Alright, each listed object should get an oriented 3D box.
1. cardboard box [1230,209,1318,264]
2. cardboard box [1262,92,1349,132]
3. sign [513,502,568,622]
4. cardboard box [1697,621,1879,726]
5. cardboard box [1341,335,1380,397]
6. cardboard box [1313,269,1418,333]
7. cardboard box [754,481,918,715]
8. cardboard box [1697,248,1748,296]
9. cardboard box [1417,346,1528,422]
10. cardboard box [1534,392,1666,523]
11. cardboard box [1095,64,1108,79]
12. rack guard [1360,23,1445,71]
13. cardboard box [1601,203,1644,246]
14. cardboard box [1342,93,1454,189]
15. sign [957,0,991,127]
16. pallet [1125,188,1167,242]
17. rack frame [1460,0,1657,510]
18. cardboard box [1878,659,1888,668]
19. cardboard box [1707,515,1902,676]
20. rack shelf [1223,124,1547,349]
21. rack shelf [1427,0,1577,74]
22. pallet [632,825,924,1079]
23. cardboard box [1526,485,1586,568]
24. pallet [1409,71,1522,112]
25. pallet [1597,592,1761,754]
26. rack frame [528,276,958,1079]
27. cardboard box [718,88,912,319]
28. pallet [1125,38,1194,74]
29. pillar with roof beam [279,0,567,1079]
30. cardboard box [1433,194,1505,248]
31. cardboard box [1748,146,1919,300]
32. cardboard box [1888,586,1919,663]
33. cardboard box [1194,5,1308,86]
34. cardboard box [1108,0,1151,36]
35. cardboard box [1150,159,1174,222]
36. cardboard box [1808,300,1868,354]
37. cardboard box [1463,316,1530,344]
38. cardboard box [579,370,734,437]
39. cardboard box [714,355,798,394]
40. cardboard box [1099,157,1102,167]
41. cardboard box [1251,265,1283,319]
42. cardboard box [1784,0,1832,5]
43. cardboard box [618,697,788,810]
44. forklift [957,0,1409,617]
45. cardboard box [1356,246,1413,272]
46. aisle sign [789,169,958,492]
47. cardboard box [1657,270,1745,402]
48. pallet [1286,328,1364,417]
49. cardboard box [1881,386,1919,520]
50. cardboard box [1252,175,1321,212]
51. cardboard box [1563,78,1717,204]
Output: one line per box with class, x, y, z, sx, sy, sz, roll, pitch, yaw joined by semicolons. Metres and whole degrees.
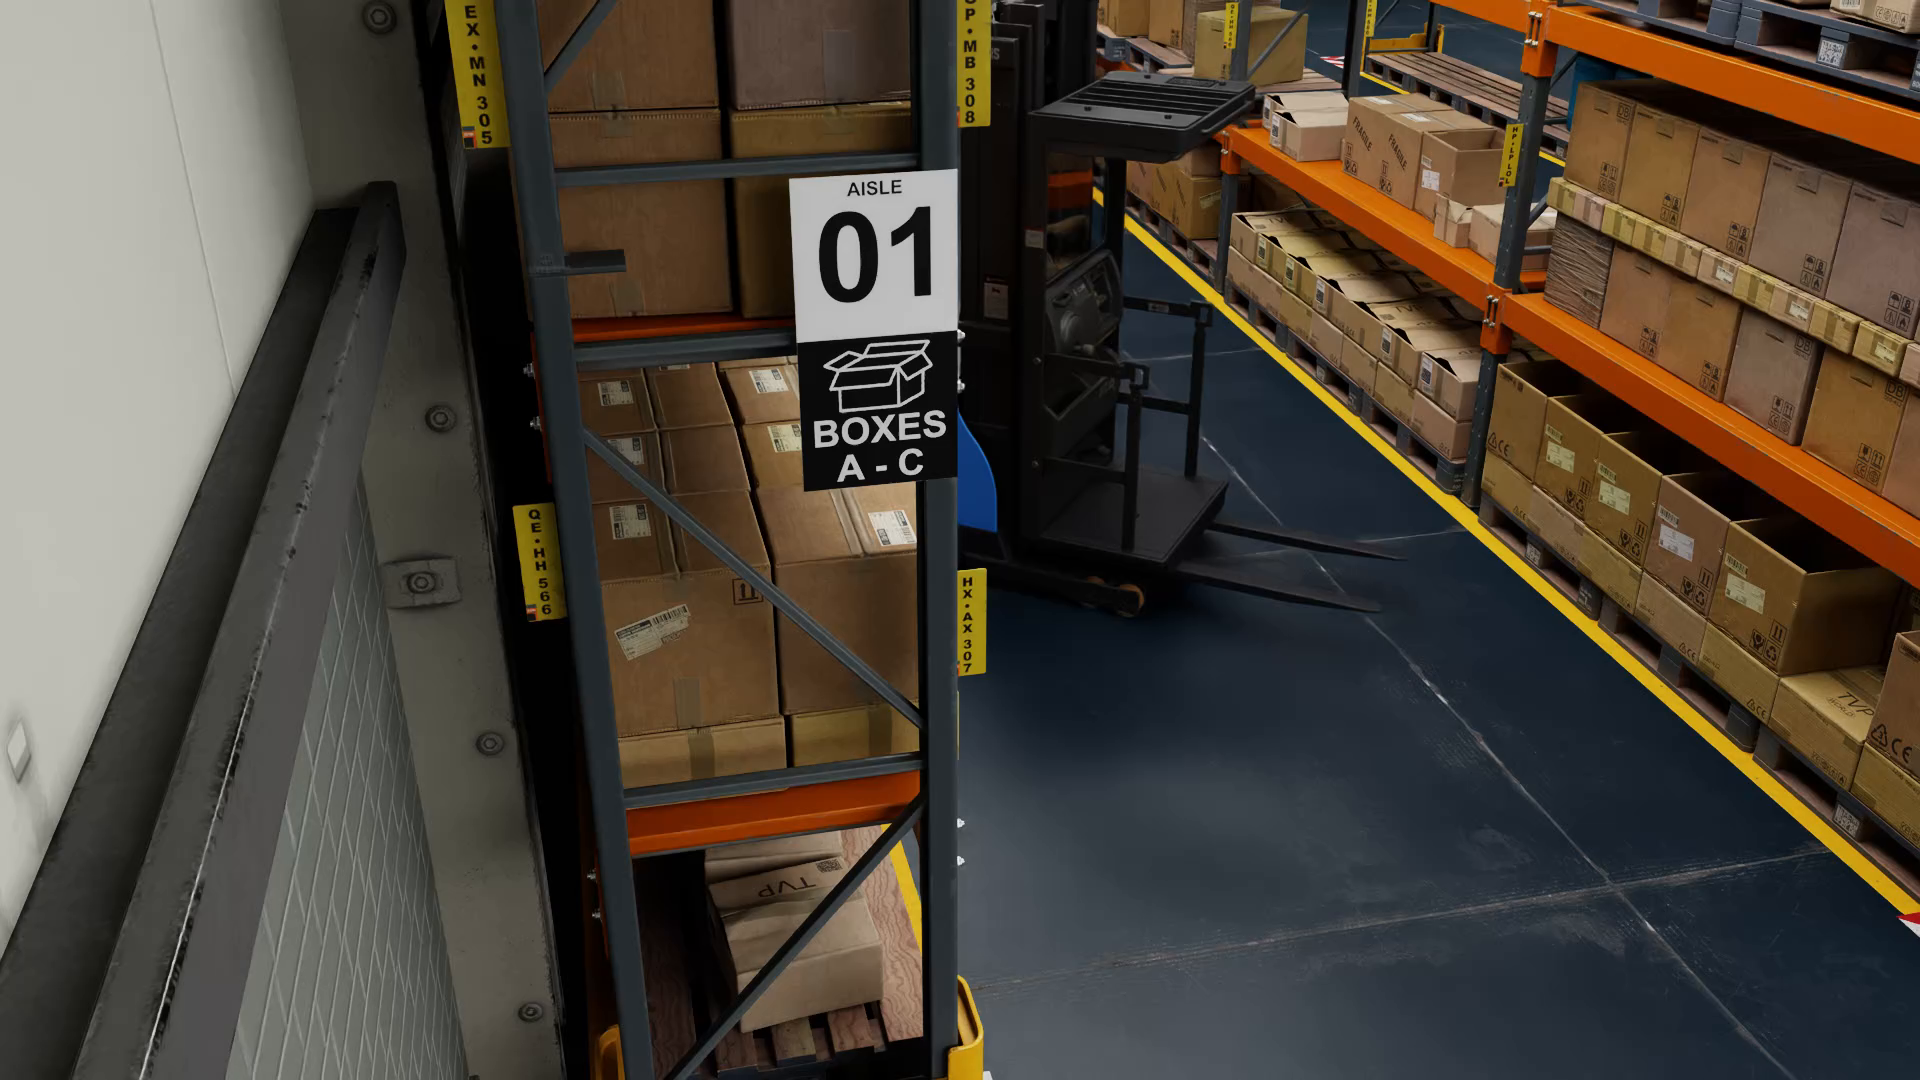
cardboard box;2.348;-2.300;12.441;0.500;0.311;0.500;-5;27;-10
cardboard box;2.555;-3.145;12.251;0.500;0.311;0.500;-4;27;-8
sign;-1.052;0.057;4.172;0.100;0.325;0.005;-6;27;-12
cardboard box;3.671;0.560;7.397;0.500;0.250;0.500;-6;27;-12
cardboard box;2.814;-1.153;10.790;0.500;0.250;0.500;-5;27;-10
cardboard box;2.704;-1.620;11.094;0.500;0.311;0.500;-6;27;-12
cardboard box;-0.321;0.151;4.935;0.500;0.500;0.500;-6;27;-12
cardboard box;3.584;-1.224;7.516;0.380;0.149;0.250;-7;28;-13
cardboard box;3.047;-0.952;9.771;0.500;0.311;0.500;-6;27;-12
cardboard box;3.337;-0.434;8.534;0.500;0.500;0.500;-6;27;-12
cardboard box;1.186;-5.011;18.132;0.797;0.503;0.637;-6;27;-12
rack guard;5.522;-6.256;21.089;1.175;0.500;0.348;-6;27;-12
cardboard box;3.406;-1.566;8.194;0.380;0.149;0.250;-7;28;-13
cardboard box;2.910;-2.659;11.078;0.500;0.500;0.500;-7;28;-14
sign;0.022;-1.117;3.835;0.100;0.325;0.005;-6;27;-12
pallet;2.113;-2.970;14.901;1.003;0.211;1.213;-6;27;-12
rack frame;3.417;-1.593;9.078;1.000;3.000;0.127;-6;27;-12
cardboard box;4.186;0.506;7.504;0.500;0.250;0.500;-6;27;-12
cardboard box;3.668;0.225;7.228;0.500;0.500;0.500;-6;27;-12
rack shelf;2.967;-2.150;10.979;1.077;0.370;4.000;-6;27;-12
rack shelf;2.967;-3.489;10.303;1.077;0.370;4.000;-6;27;-12
pallet;-0.672;1.519;6.007;1.003;0.211;1.213;-6;27;-12
cardboard box;3.334;-0.099;8.702;0.500;0.250;0.500;-6;27;-12
pallet;5.959;-5.217;19.352;1.003;0.211;1.213;-6;27;-12
pallet;3.834;0.542;7.942;1.003;0.211;1.213;-6;27;-12
rack frame;-0.507;0.667;4.599;1.000;3.000;0.127;-6;27;-12
cardboard box;-0.338;-0.897;4.237;0.500;0.500;0.500;-5;27;-10
pallet;2.073;-4.117;14.290;1.003;0.211;1.213;-6;27;-12
pillar with roof beam;2.687;-2.667;4.548;9.100;9.000;0.400;-6;27;-12
cardboard box;3.040;-1.901;9.836;0.396;0.266;0.258;-7;28;-13
cardboard box;3.863;-1.362;7.068;0.700;0.500;0.500;-6;27;-12
cardboard box;4.300;0.391;6.900;0.500;0.500;0.500;-6;27;-12
cardboard box;2.264;-3.846;12.964;0.700;0.500;0.500;-16;31;-29
cardboard box;1.720;-4.811;14.876;0.700;0.500;0.500;-2;27;-3
cardboard box;1.960;-3.044;14.237;0.500;0.500;0.500;-7;28;-13
cardboard box;3.754;-0.888;6.850;0.380;0.149;0.250;-5;27;-10
cardboard box;3.459;-1.231;10.322;0.500;0.311;0.500;-6;27;-12
cardboard box;-1.044;-0.243;5.715;0.500;0.500;0.500;-7;28;-13
cardboard box;-0.661;-0.520;6.264;0.500;0.500;0.500;-5;27;-10
cardboard box;1.617;-3.716;15.568;0.500;0.500;0.500;-6;27;-11
cardboard box;2.462;-1.829;12.130;0.500;0.250;0.500;-7;28;-13
cardboard box;3.666;-2.493;6.794;0.797;0.503;0.637;-3;27;-6
cardboard box;-0.801;0.540;4.995;0.500;0.250;0.500;-6;27;-11
forklift;0.815;-1.190;8.355;3.031;2.935;1.130;12;29;23
cardboard box;3.108;-1.905;11.659;0.500;0.311;0.500;-6;27;-12
aisle sign;-0.198;-0.492;4.011;0.394;0.787;0.004;-6;27;-12
cardboard box;3.758;-0.992;7.776;0.700;0.500;0.500;-6;27;-11
pallet;2.935;-1.204;11.402;1.003;0.211;1.213;-6;27;-12
cardboard box;4.103;-0.318;6.440;0.700;0.500;0.500;-5;27;-10
cardboard box;2.692;-2.659;13.474;0.500;0.500;0.500;-5;27;-9
cardboard box;3.524;-2.023;8.378;0.700;0.500;0.500;-6;27;-11
